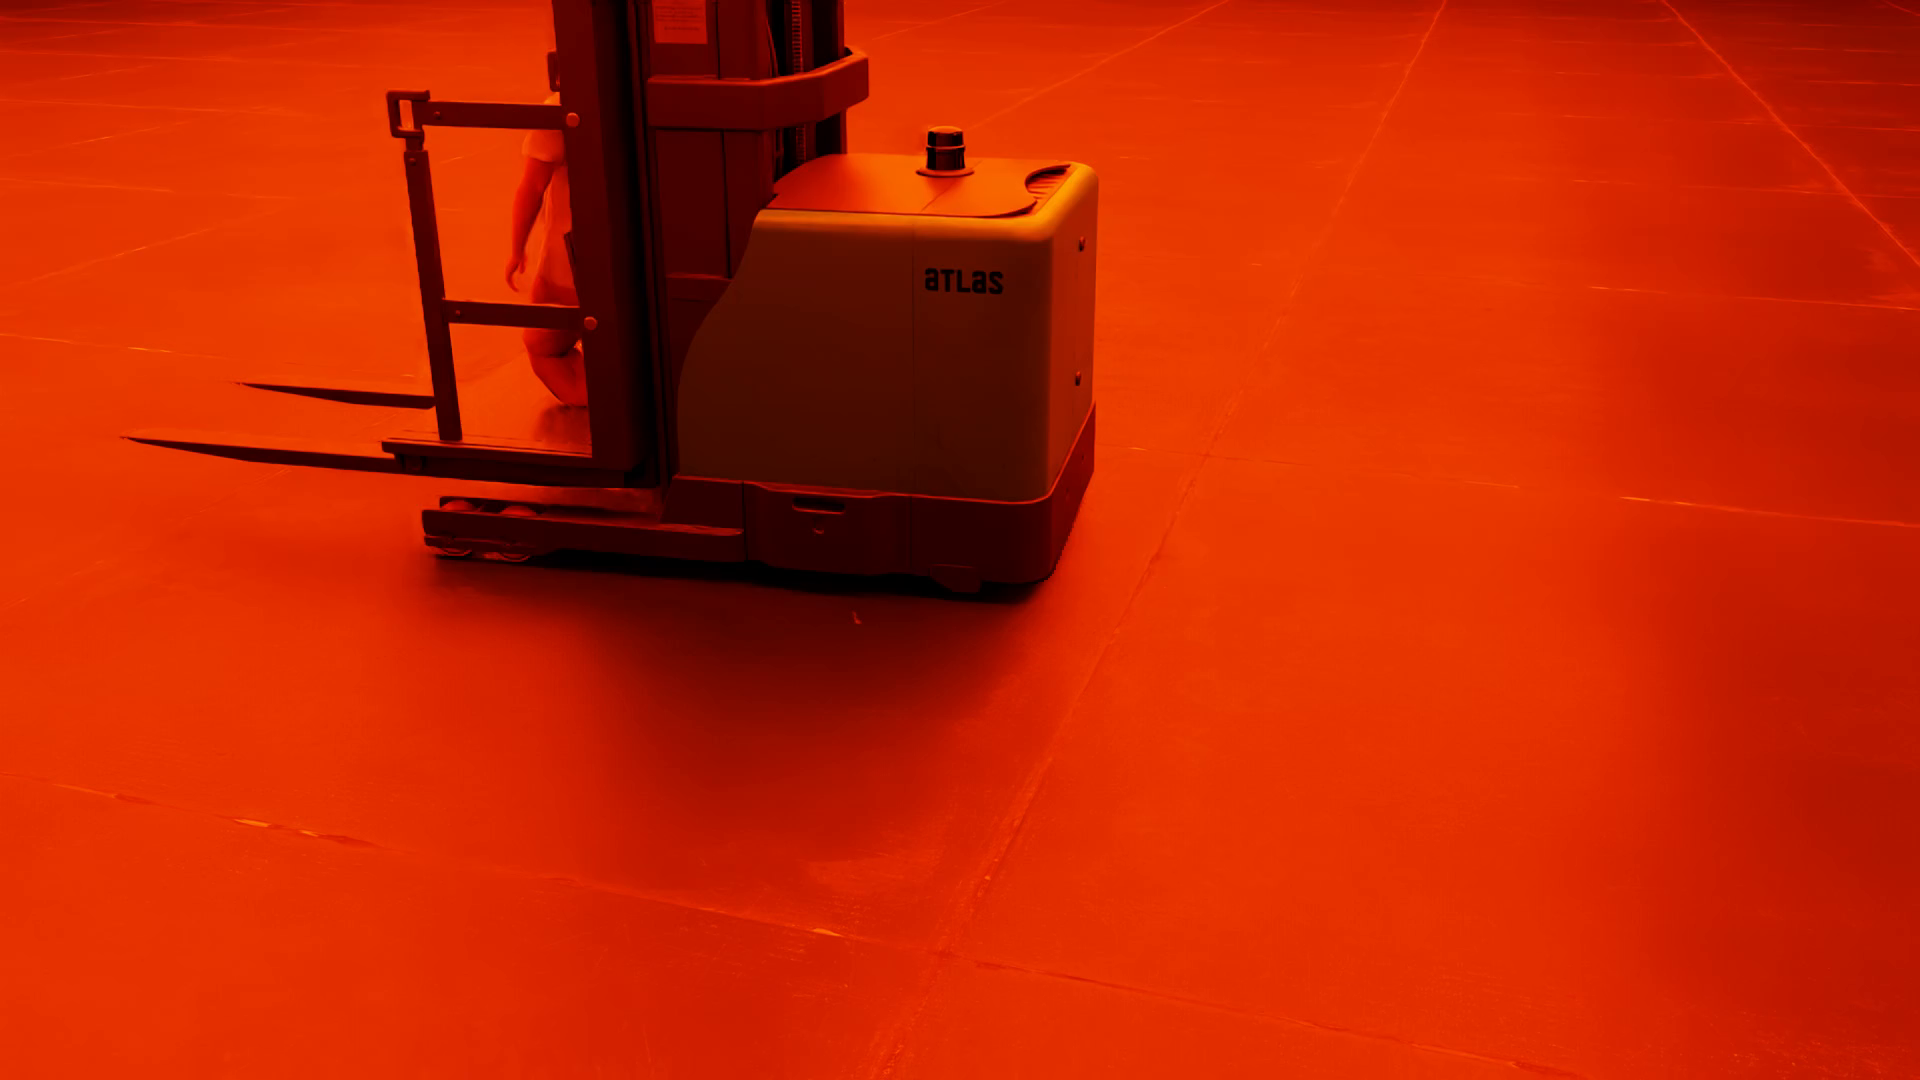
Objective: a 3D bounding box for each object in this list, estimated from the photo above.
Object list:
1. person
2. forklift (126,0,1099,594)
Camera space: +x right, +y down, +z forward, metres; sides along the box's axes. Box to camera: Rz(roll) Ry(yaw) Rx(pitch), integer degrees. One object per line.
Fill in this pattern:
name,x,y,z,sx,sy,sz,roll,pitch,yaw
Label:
person,-1.073,-0.931,5.129,0.728,1.498,0.713,-13,26,-29
forklift,-1.131,-1.479,4.863,3.031,2.935,1.130,5,23,12
